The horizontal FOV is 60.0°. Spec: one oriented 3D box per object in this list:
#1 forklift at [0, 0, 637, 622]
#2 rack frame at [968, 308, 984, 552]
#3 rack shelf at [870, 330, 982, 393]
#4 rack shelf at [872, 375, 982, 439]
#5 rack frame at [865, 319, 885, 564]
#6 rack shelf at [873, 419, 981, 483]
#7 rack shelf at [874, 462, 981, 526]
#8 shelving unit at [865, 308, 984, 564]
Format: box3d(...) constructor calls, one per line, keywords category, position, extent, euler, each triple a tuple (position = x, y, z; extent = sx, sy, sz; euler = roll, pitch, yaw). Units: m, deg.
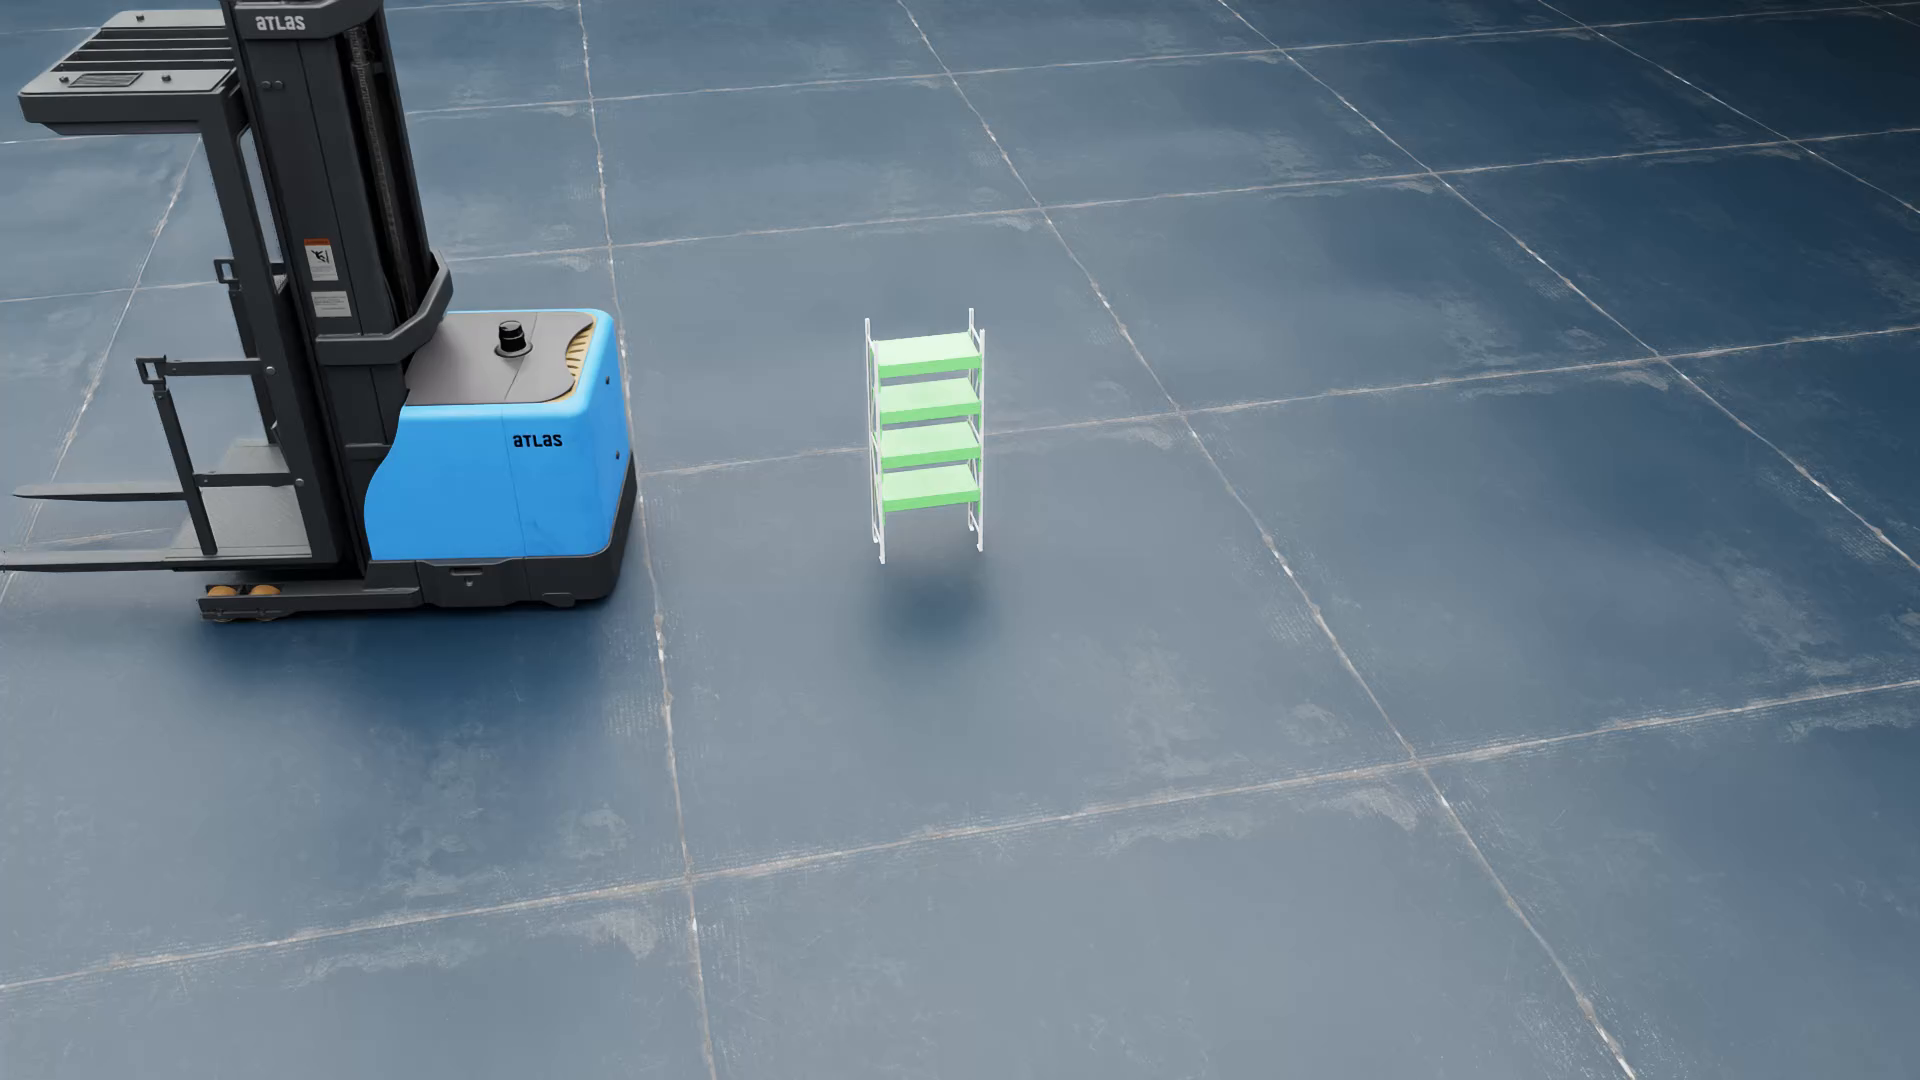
box3d(category="forklift", position=(-3.144, -1.140, 7.318), extent=(3.031, 2.935, 1.130), euler=(-1, 34, -2))
box3d(category="rack frame", position=(0.077, -0.508, 7.930), extent=(0.015, 1.200, 0.240), euler=(-7, 35, -11))
box3d(category="rack shelf", position=(-0.161, -0.823, 7.653), extent=(0.480, 0.148, 0.258), euler=(-7, 35, -11))
box3d(category="rack shelf", position=(-0.161, -0.624, 7.787), extent=(0.480, 0.148, 0.258), euler=(-7, 35, -11))
box3d(category="rack frame", position=(-0.399, -0.448, 7.841), extent=(0.015, 1.200, 0.240), euler=(-7, 35, -11))
box3d(category="rack shelf", position=(-0.161, -0.425, 7.921), extent=(0.480, 0.148, 0.258), euler=(-7, 35, -11))
box3d(category="rack shelf", position=(-0.161, -0.226, 8.055), extent=(0.480, 0.148, 0.258), euler=(-7, 35, -11))
box3d(category="shelving unit", position=(-0.161, -0.478, 7.885), extent=(0.503, 1.200, 0.258), euler=(-7, 35, -11))
